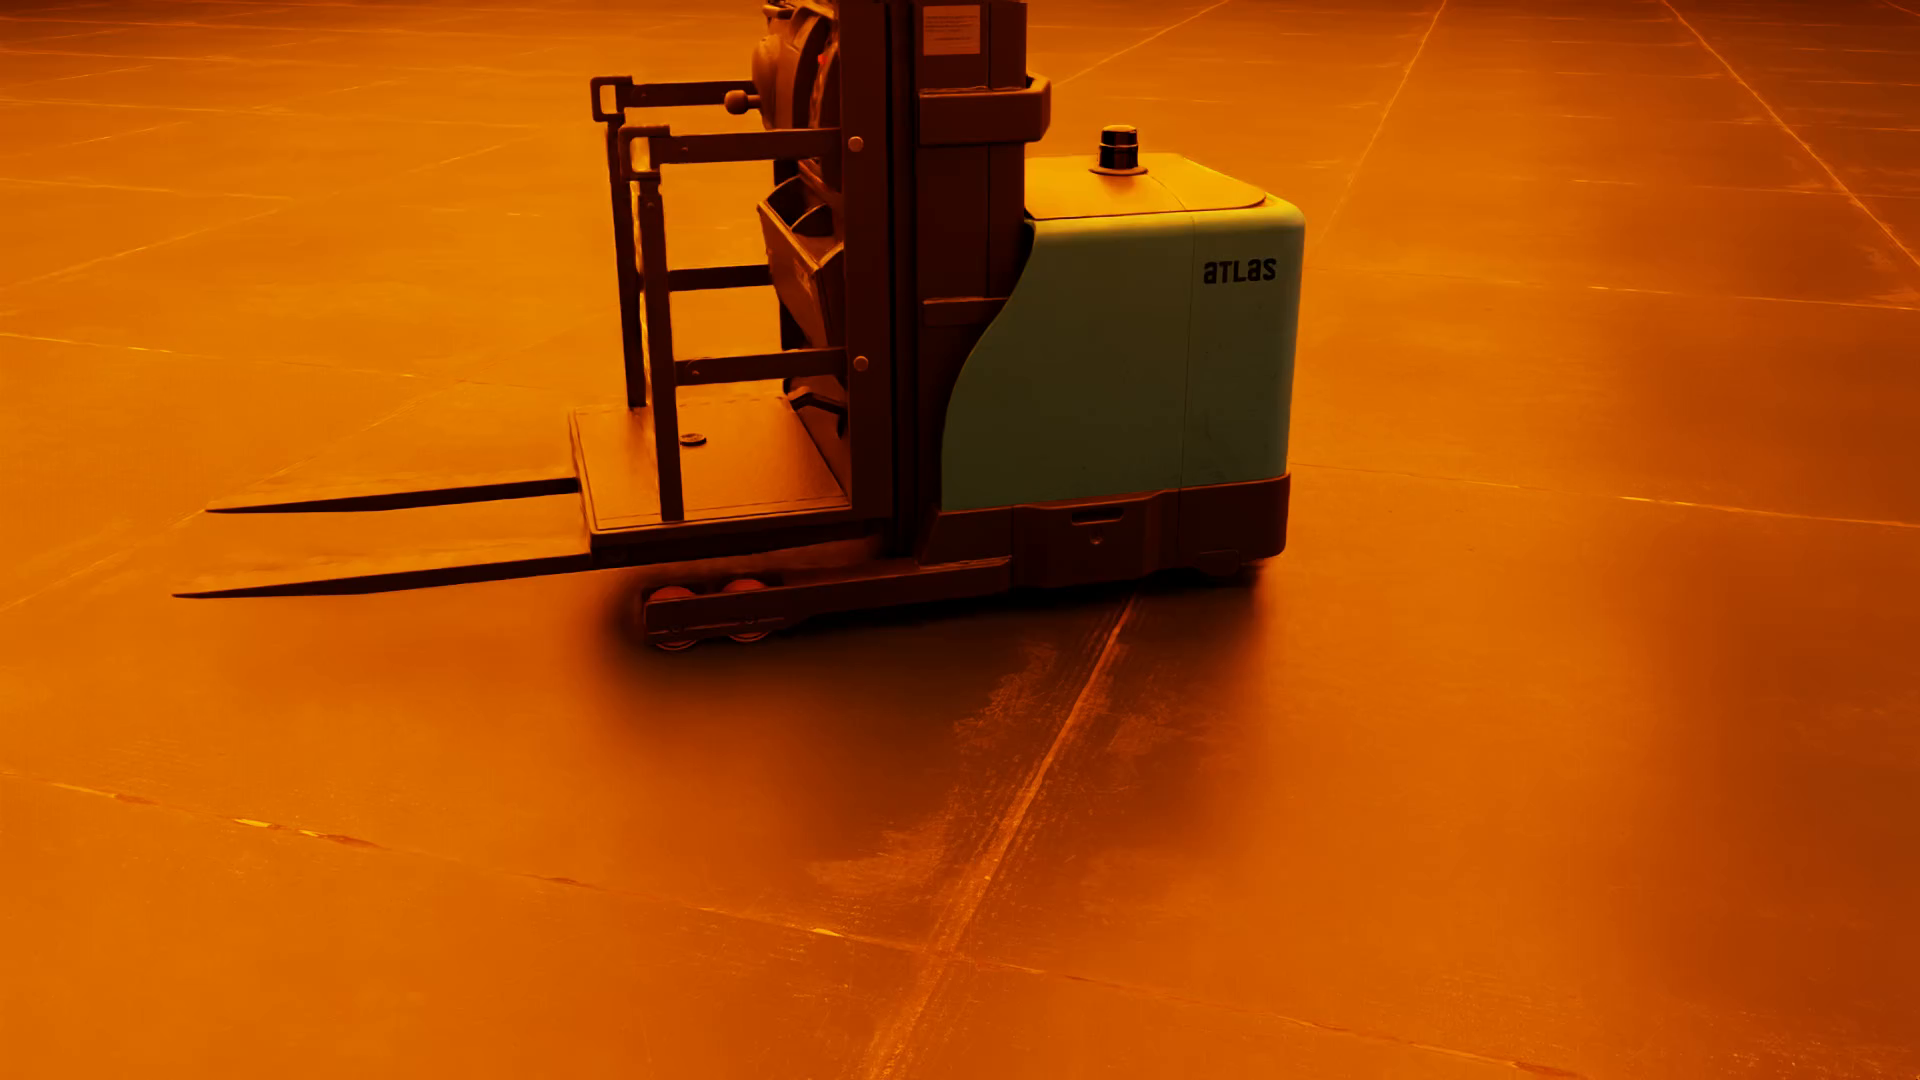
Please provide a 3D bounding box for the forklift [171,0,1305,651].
[{"bbox_3d":[-0.621,-1.285,4.392,3.031,2.935,1.130,-6,23,-14],"label":"forklift"}]
